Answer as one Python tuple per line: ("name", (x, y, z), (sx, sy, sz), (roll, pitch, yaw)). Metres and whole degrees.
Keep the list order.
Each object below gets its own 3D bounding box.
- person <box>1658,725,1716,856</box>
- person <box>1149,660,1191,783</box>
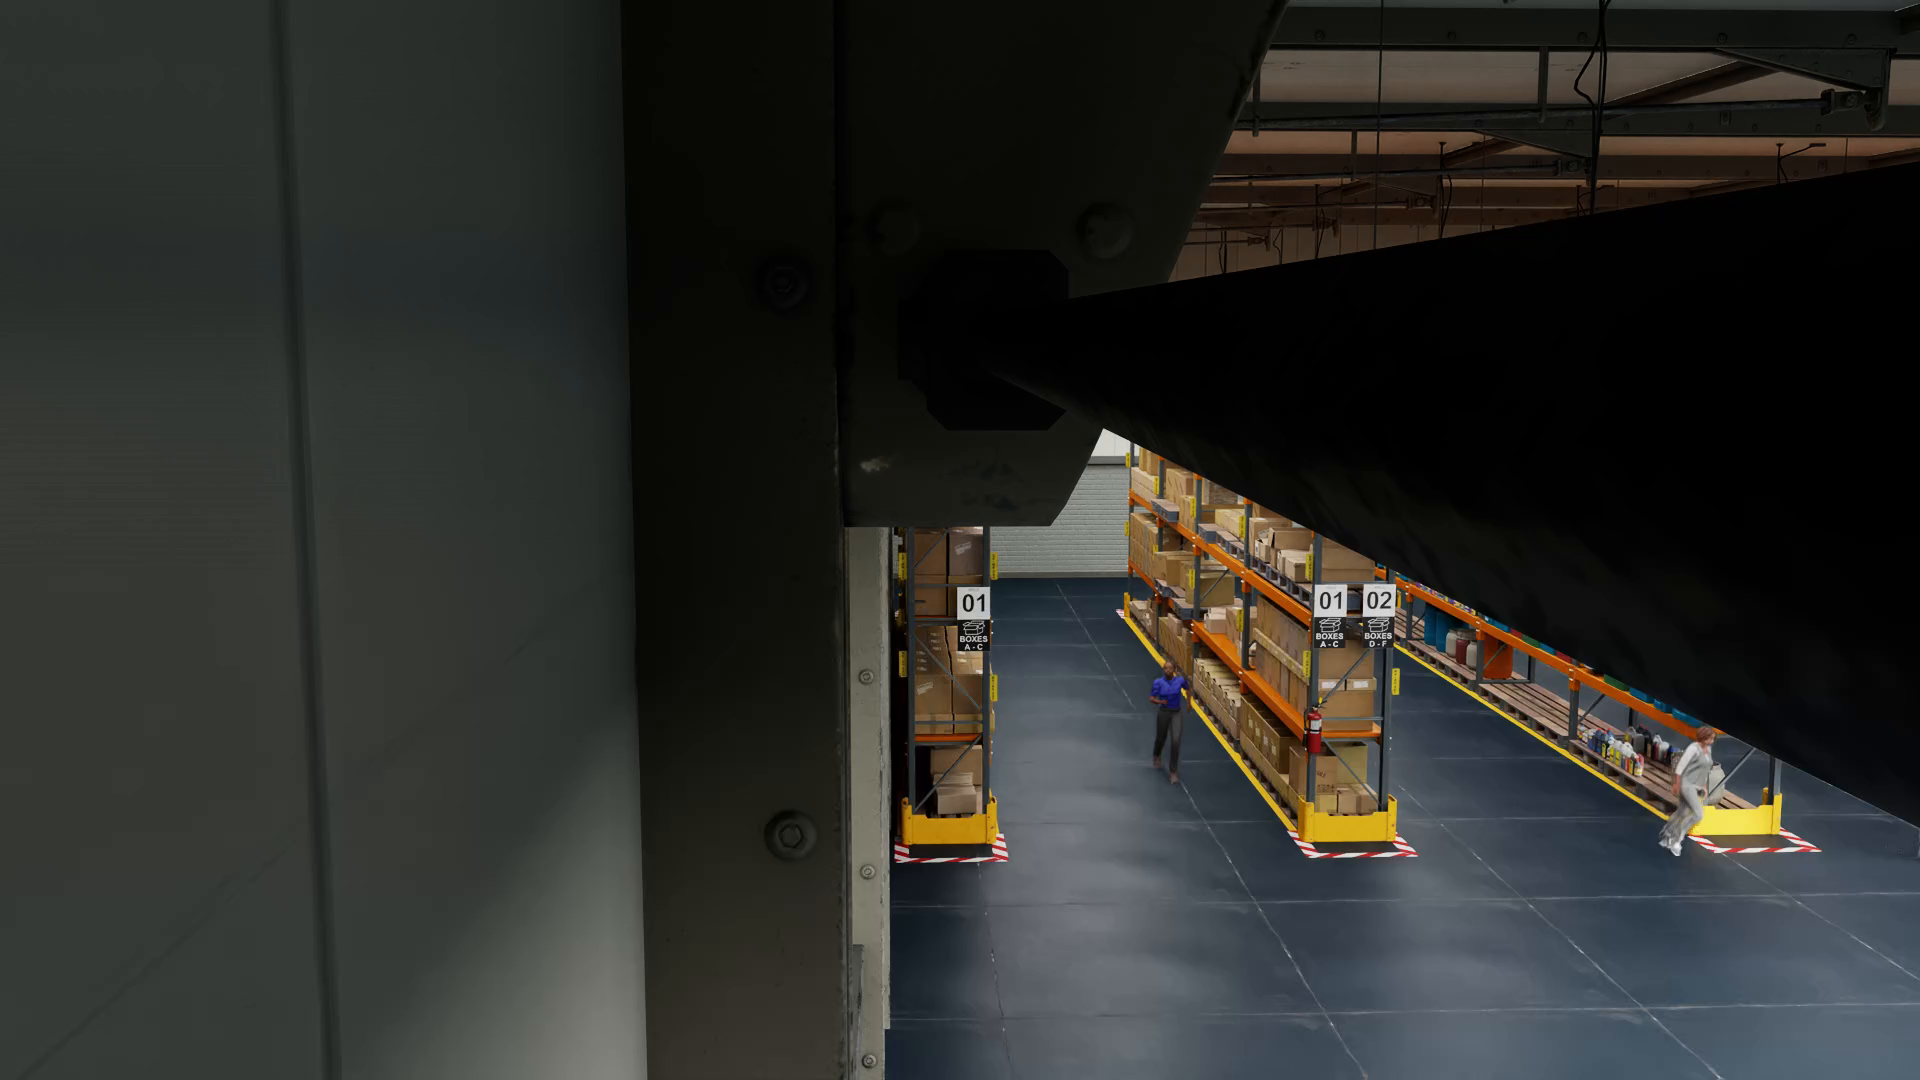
("person", (8.736, 2.992, 20.013), (0.548, 1.546, 0.565), (-7, 10, -43))
("person", (2.966, 2.515, 23.508), (0.598, 1.698, 0.894), (0, 7, 3))
